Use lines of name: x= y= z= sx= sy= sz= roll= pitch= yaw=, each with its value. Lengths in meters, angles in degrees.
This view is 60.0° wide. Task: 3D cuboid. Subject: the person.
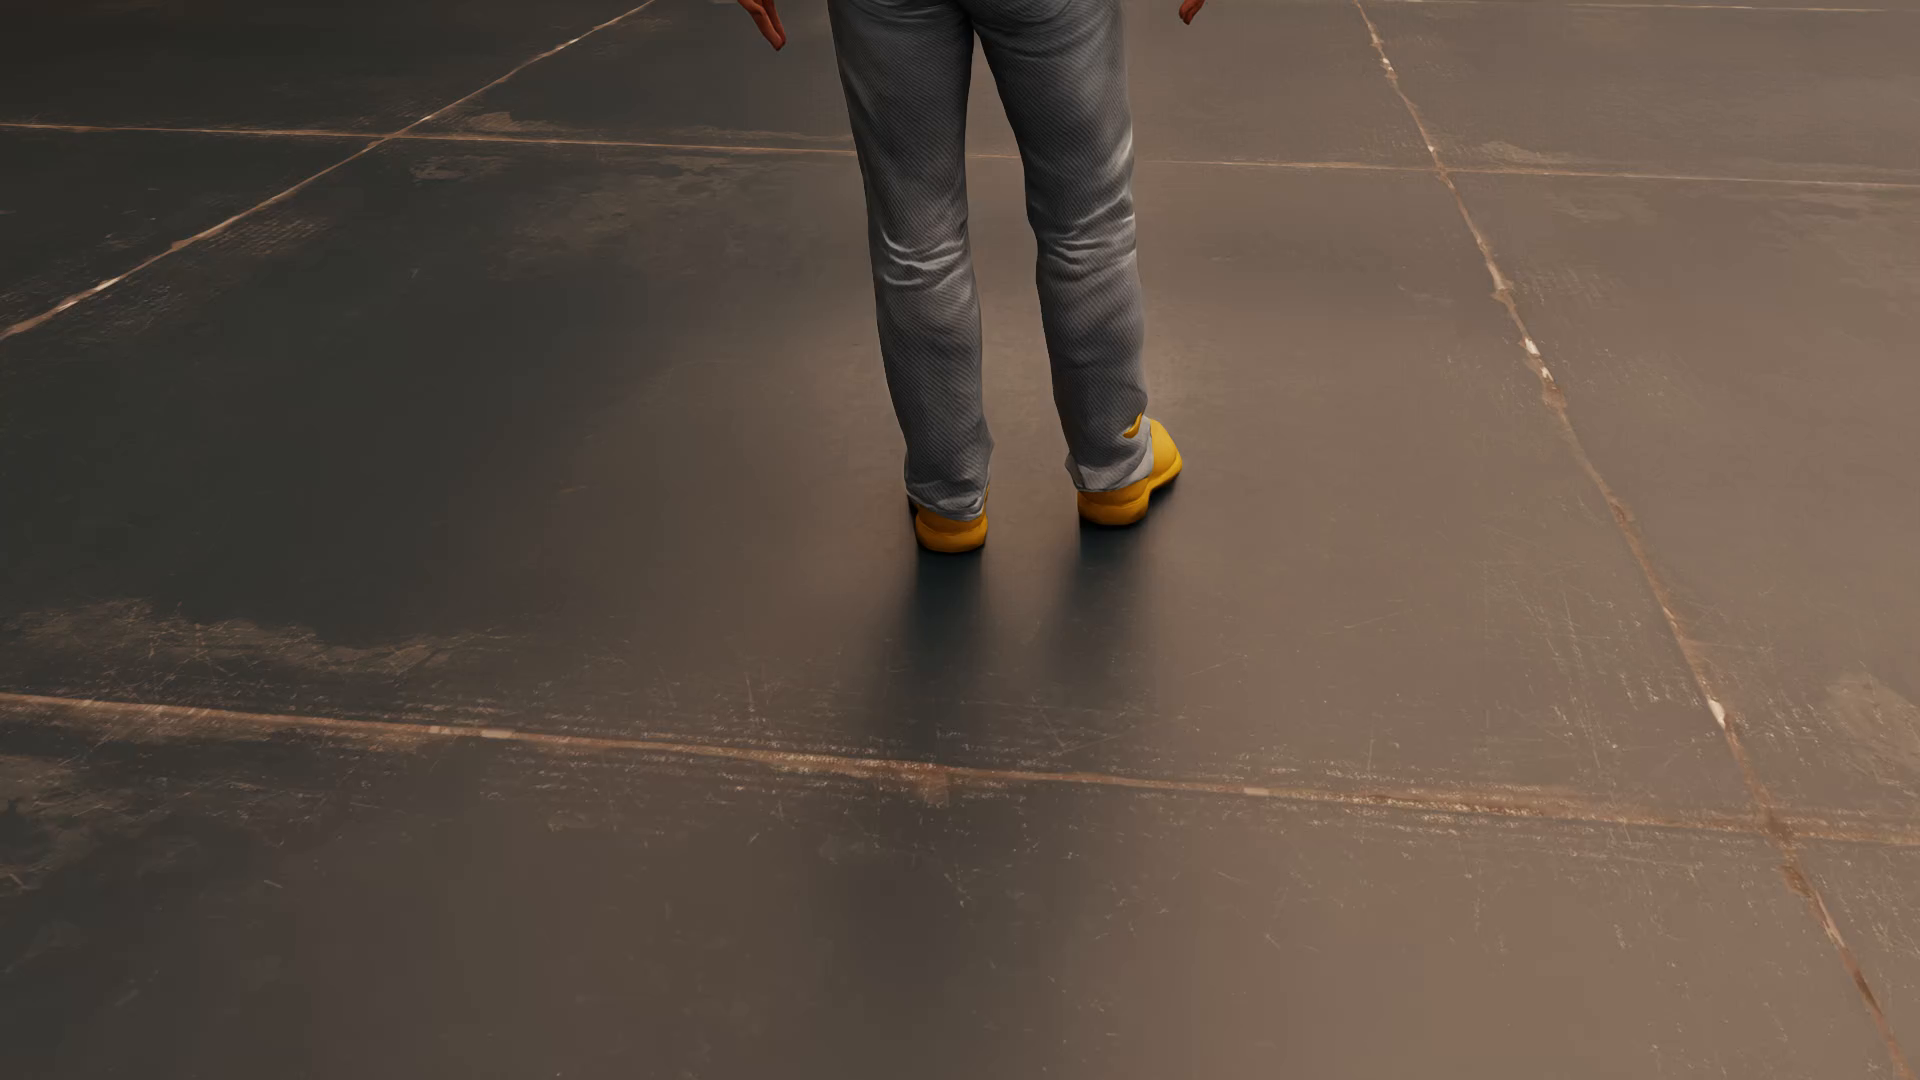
person: x=0.015 y=-0.827 z=2.164 sx=0.665 sy=1.766 sz=0.575 roll=3 pitch=27 yaw=7
